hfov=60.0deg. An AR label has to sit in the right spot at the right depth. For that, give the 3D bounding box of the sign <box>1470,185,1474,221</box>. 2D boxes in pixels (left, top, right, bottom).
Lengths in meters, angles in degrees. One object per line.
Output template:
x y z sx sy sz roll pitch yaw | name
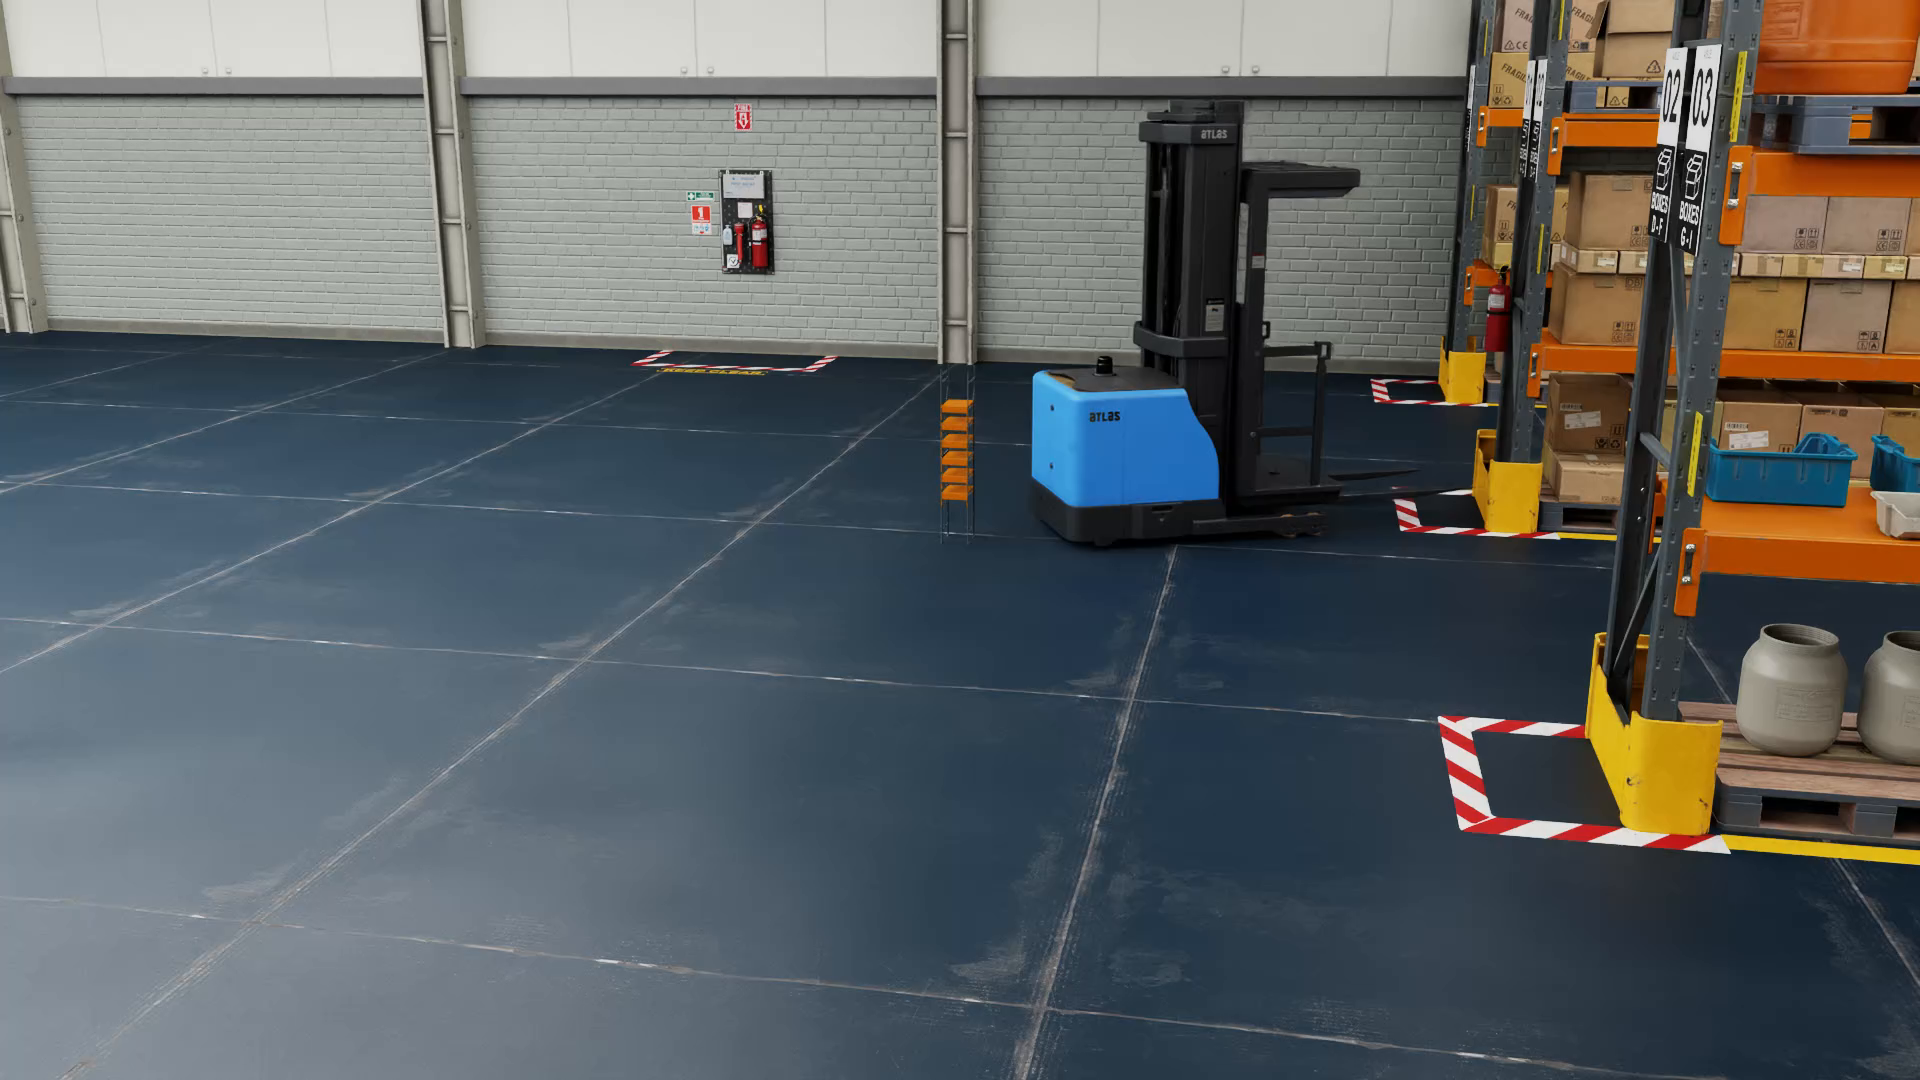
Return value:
4.887 -3.217 15.864 0.005 0.325 0.100 3 16 11 | sign

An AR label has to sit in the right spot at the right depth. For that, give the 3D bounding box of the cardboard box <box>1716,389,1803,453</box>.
5.476 -0.748 11.533 0.500 0.500 0.500 3 16 11 | cardboard box

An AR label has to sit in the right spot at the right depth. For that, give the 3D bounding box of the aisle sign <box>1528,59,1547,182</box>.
3.886 -2.822 11.189 0.004 0.787 0.394 3 16 11 | aisle sign

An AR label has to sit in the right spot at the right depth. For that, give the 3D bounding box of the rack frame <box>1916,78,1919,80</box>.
8.915 -5.620 14.923 0.127 3.000 1.000 3 16 11 | rack frame

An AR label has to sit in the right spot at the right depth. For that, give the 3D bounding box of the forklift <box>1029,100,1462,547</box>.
2.077 -1.557 11.624 3.031 2.935 1.130 -4 16 -14 | forklift

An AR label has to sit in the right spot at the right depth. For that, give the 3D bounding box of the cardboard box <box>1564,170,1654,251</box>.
4.519 -2.288 11.515 0.500 0.500 0.700 3 16 11 | cardboard box

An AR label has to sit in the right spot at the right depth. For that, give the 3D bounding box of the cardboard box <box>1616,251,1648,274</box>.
4.613 -1.916 11.386 0.250 0.149 0.380 3 16 10 | cardboard box

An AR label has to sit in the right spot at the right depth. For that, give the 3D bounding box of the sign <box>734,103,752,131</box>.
-2.428 -4.735 18.623 0.199 0.298 0.001 3 16 11 | sign

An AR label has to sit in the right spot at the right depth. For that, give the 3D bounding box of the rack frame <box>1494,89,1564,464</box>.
4.012 -1.645 11.813 0.127 3.000 1.000 3 16 11 | rack frame

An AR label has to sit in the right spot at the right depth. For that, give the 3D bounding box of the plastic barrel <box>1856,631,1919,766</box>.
4.173 0.688 7.261 0.421 0.512 0.421 0 15 0 | plastic barrel

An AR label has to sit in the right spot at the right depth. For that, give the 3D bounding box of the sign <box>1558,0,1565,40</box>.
3.895 -3.405 10.762 0.005 0.325 0.100 3 16 11 | sign

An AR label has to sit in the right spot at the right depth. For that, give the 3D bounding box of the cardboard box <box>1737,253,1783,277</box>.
5.365 -1.874 11.238 0.250 0.149 0.380 3 16 9 | cardboard box

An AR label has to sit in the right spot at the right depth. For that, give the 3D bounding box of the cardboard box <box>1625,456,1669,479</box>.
4.984 -0.410 11.718 0.500 0.250 0.500 3 16 11 | cardboard box

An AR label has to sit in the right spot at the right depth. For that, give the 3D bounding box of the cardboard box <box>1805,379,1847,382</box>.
8.385 -1.596 16.118 0.250 0.166 0.380 1 16 4 | cardboard box

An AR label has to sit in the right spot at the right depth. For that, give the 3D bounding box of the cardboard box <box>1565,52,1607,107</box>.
5.792 -4.324 15.638 0.500 0.500 0.500 4 16 15 | cardboard box

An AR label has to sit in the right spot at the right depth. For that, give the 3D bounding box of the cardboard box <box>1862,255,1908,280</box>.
6.118 -1.833 11.088 0.250 0.149 0.380 4 16 13 | cardboard box

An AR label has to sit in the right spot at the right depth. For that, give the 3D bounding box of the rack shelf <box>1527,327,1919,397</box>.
5.972 -1.192 11.525 4.000 0.370 1.077 3 16 11 | rack shelf

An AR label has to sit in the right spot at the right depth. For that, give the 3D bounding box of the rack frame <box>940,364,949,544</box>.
-0.104 -0.584 11.352 0.006 1.200 0.240 3 16 11 | rack frame

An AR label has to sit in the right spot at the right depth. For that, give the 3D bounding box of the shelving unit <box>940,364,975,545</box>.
-0.014 -0.579 11.335 0.189 1.200 0.258 3 16 11 | shelving unit

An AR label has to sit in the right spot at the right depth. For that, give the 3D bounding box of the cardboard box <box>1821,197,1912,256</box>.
6.020 -2.208 11.227 0.500 0.500 0.700 3 16 11 | cardboard box

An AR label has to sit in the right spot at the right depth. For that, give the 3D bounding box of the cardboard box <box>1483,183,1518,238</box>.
5.500 -3.271 16.519 0.500 0.500 0.500 3 16 10 | cardboard box

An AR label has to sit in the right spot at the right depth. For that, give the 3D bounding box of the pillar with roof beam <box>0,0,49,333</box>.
-12.643 -5.853 15.765 0.400 9.000 9.100 3 16 11 | pillar with roof beam

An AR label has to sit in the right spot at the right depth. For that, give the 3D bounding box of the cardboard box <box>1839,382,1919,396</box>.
6.560 -0.831 11.832 0.500 0.500 0.500 3 16 11 | cardboard box

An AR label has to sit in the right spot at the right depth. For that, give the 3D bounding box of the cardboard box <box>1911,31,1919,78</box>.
6.343 -3.318 10.991 0.637 0.503 0.797 5 16 17 | cardboard box

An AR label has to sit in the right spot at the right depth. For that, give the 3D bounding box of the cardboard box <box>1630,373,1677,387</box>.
6.923 -1.806 16.251 0.500 0.500 0.700 2 16 8 | cardboard box

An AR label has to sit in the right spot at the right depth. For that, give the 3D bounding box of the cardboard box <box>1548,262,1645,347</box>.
4.467 -1.665 11.698 0.500 0.500 0.700 3 16 11 | cardboard box

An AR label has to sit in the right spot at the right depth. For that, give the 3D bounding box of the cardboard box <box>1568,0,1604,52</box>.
5.806 -4.803 15.495 0.500 0.500 0.500 3 16 10 | cardboard box

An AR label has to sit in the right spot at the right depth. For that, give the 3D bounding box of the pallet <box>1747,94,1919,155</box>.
3.812 -1.635 6.509 1.213 0.211 1.003 3 16 11 | pallet

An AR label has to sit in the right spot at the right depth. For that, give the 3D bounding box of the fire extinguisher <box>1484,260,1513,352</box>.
3.989 -1.736 12.285 0.183 0.674 0.296 3 16 11 | fire extinguisher

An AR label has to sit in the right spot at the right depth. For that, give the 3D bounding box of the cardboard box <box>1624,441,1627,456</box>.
5.089 -0.548 12.215 0.500 0.250 0.500 3 16 11 | cardboard box

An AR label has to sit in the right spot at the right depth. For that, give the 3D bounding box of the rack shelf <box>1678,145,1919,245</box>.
4.981 -1.342 6.447 4.000 0.370 1.077 3 16 11 | rack shelf

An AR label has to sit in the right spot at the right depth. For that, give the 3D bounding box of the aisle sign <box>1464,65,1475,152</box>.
4.865 -4.120 15.875 0.004 0.787 0.394 3 16 11 | aisle sign

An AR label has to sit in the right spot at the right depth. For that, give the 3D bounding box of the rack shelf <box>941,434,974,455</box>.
-0.014 -0.652 11.314 0.180 0.103 0.258 3 16 11 | rack shelf

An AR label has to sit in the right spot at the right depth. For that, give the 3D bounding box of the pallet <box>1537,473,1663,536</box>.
4.770 -0.272 12.078 1.213 0.211 1.003 3 16 11 | pallet

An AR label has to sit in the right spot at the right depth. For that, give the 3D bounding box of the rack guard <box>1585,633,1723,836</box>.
3.105 0.847 7.499 0.348 0.500 1.175 3 16 11 | rack guard

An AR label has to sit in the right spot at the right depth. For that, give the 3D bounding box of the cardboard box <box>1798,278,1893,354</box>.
5.984 -1.584 11.403 0.500 0.500 0.700 4 16 13 | cardboard box

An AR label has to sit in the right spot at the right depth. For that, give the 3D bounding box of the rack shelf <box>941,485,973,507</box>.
-0.014 -0.305 11.411 0.180 0.103 0.258 3 16 11 | rack shelf

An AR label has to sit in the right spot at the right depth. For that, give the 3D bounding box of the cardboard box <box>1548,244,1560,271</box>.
5.922 -2.746 16.029 0.500 0.250 0.500 3 16 9 | cardboard box

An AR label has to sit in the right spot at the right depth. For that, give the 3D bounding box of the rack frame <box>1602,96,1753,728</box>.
3.021 -0.350 7.136 0.127 3.000 1.000 3 16 11 | rack frame

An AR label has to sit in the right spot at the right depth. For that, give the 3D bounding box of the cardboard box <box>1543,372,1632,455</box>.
4.597 -0.933 12.202 0.500 0.500 0.500 3 16 11 | cardboard box

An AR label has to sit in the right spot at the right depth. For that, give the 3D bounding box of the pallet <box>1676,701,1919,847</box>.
3.900 1.030 7.377 1.213 0.211 1.003 3 16 11 | pallet

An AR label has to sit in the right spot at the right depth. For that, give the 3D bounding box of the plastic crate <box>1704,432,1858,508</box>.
3.571 -0.330 7.342 0.616 0.251 0.499 3 16 11 | plastic crate
